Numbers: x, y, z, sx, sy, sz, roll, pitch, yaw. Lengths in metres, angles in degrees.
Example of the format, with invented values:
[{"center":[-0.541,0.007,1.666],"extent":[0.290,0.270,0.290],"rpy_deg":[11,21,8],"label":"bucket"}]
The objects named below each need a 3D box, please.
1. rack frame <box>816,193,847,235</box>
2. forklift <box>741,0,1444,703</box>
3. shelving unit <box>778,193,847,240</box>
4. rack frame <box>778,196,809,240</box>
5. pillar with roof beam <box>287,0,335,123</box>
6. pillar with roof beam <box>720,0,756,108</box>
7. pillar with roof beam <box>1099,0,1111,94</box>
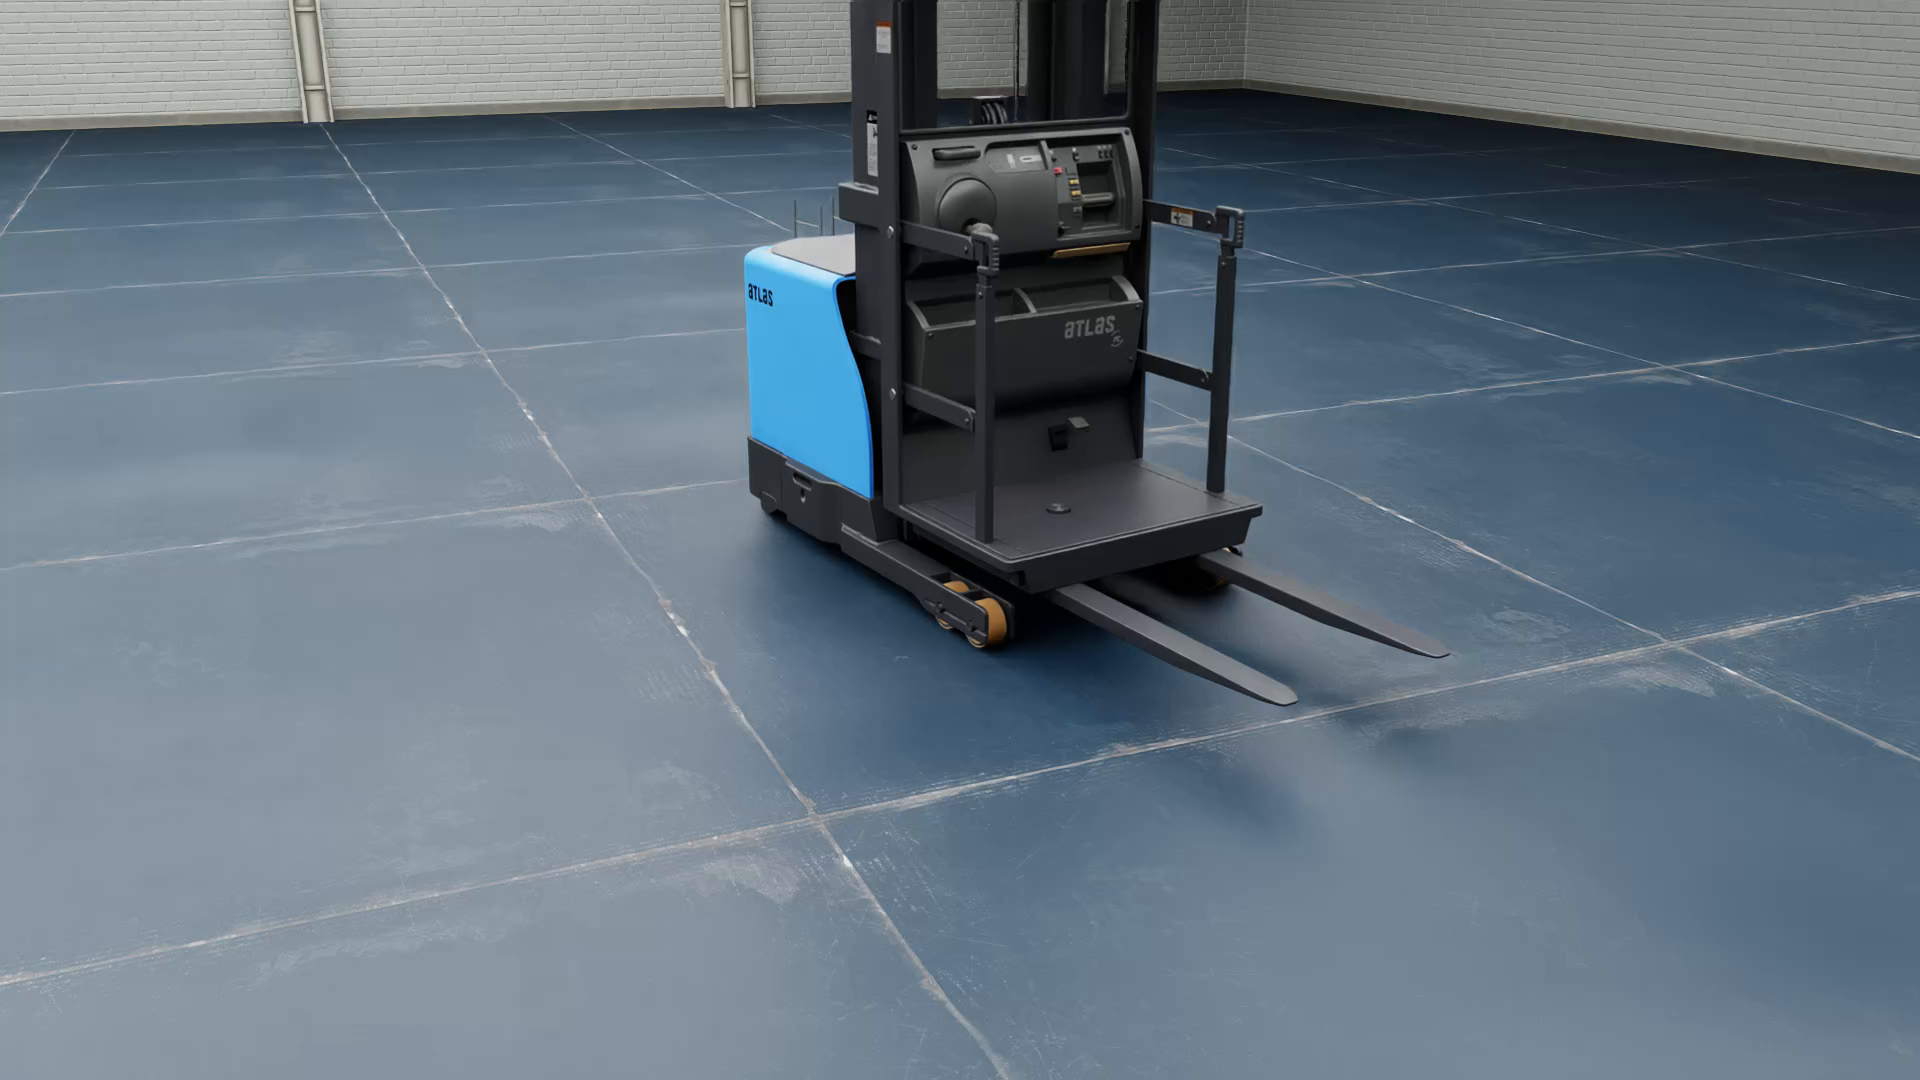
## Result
[{"center":[-0.523,-0.894,7.226],"extent":[0.006,1.200,0.240],"rpy_deg":[-12,18,-32],"label":"rack frame"},{"center":[0.337,-1.209,5.542],"extent":[1.130,2.935,3.031],"rpy_deg":[-12,23,-31],"label":"forklift"},{"center":[-0.599,-0.878,7.178],"extent":[0.189,1.200,0.258],"rpy_deg":[-12,18,-32],"label":"shelving unit"},{"center":[-0.675,-0.861,7.129],"extent":[0.006,1.200,0.240],"rpy_deg":[-12,18,-32],"label":"rack frame"},{"center":[-7.123,-8.694,17.663],"extent":[0.400,9.000,9.100],"rpy_deg":[-8,21,-22],"label":"pillar with roof beam"},{"center":[-1.614,-9.483,19.905],"extent":[0.400,9.000,9.100],"rpy_deg":[-8,21,-22],"label":"pillar with roof beam"},{"center":[3.895,-10.272,22.146],"extent":[0.400,9.000,9.100],"rpy_deg":[-8,21,-22],"label":"pillar with roof beam"}]
